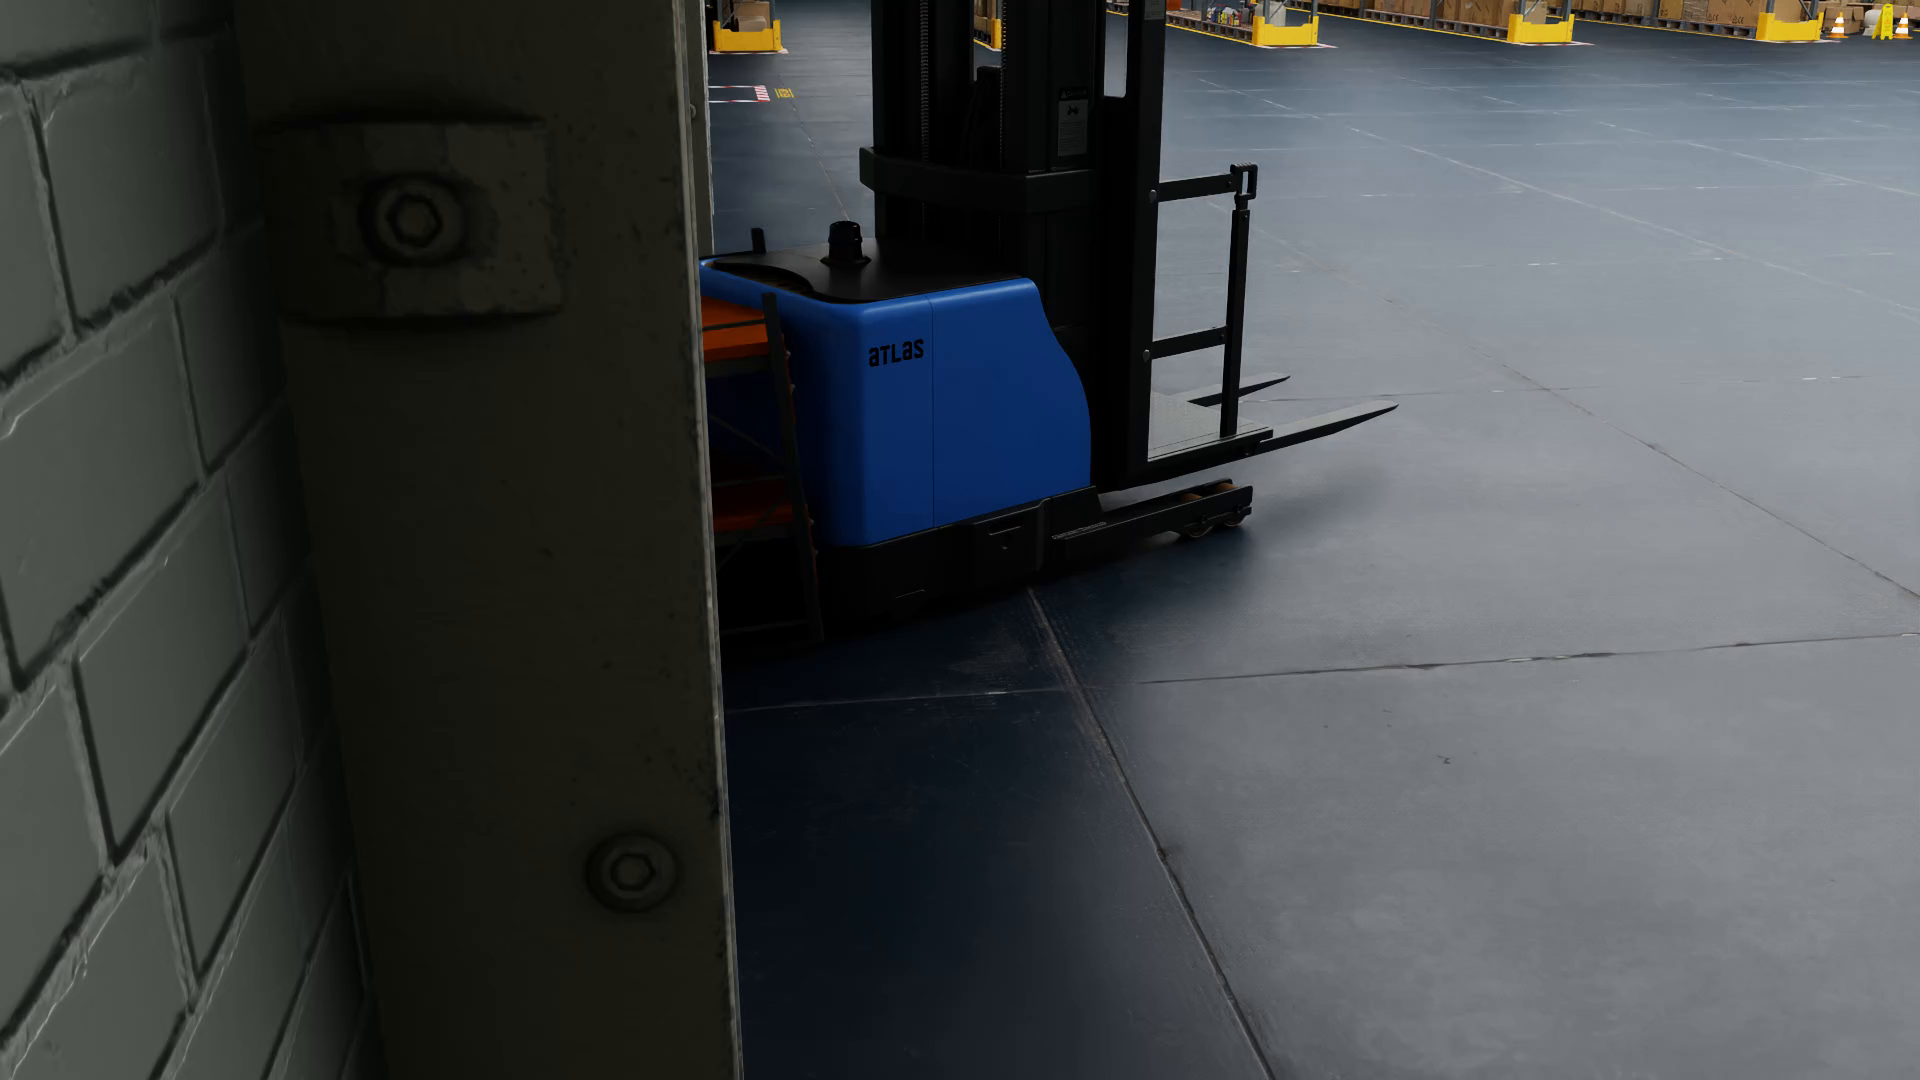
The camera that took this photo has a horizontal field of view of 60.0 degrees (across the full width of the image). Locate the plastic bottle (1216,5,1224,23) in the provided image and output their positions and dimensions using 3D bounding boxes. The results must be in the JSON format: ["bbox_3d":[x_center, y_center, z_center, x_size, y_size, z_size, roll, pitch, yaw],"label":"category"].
[{"bbox_3d":[5.210,-10.533,33.288,0.144,0.351,0.185,-4,21,-10],"label":"plastic bottle"}]

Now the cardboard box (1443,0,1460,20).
[{"bbox_3d":[10.397,-11.069,34.537,0.500,0.500,0.500,-4,21,-9],"label":"cardboard box"}]

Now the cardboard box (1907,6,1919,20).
[{"bbox_3d":[20.170,-11.006,34.727,0.500,0.250,0.500,-3,21,-8],"label":"cardboard box"}]

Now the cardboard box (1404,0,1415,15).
[{"bbox_3d":[10.180,-11.792,36.445,0.700,0.500,0.500,-5,21,-12],"label":"cardboard box"}]

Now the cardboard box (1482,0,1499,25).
[{"bbox_3d":[10.690,-10.464,32.919,0.500,0.500,0.500,-1,21,-3],"label":"cardboard box"}]

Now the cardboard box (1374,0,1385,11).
[{"bbox_3d":[9.918,-12.373,38.000,0.700,0.500,0.500,-4,21,-11],"label":"cardboard box"}]

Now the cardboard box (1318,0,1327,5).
[{"bbox_3d":[9.467,-13.625,40.845,1.225,0.875,0.875,-4,21,-10],"label":"cardboard box"}]

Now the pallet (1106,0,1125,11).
[{"bbox_3d":[4.180,-13.650,42.461,1.003,0.211,1.213,-3,21,-8],"label":"pallet"}]

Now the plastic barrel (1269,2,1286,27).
[{"bbox_3d":[5.884,-9.804,31.134,0.421,0.512,0.421,0,20,0],"label":"plastic barrel"}]

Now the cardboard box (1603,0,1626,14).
[{"bbox_3d":[14.988,-12.086,36.904,1.050,0.750,0.750,-3,21,-8],"label":"cardboard box"}]

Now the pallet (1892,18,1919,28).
[{"bbox_3d":[20.317,-11.146,35.758,1.003,0.211,1.213,-3,21,-8],"label":"pallet"}]

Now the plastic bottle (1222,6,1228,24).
[{"bbox_3d":[5.272,-10.386,32.894,0.144,0.351,0.185,-3,21,-8],"label":"plastic bottle"}]

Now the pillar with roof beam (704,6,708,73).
[{"bbox_3d":[0.418,-11.198,23.337,9.100,9.000,0.400,-3,21,-8],"label":"pillar with roof beam"}]

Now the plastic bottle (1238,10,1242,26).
[{"bbox_3d":[5.452,-10.190,32.467,0.061,0.283,0.133,-3,21,-8],"label":"plastic bottle"}]

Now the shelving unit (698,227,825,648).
[{"bbox_3d":[-0.803,-0.347,5.493,0.538,1.125,1.048,-8,22,-6],"label":"shelving unit"}]

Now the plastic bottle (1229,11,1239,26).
[{"bbox_3d":[5.346,-10.181,32.453,0.152,0.276,0.135,-3,21,-7],"label":"plastic bottle"}]

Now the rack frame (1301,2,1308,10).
[{"bbox_3d":[9.225,-14.953,41.966,1.000,3.000,0.127,-3,21,-8],"label":"rack frame"}]

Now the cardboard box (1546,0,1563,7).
[{"bbox_3d":[14.371,-13.024,39.773,0.500,0.500,0.500,-3,21,-8],"label":"cardboard box"}]

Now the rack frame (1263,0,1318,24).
[{"bbox_3d":[6.054,-10.549,30.173,1.000,3.000,0.127,-3,21,-8],"label":"rack frame"}]

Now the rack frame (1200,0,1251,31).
[{"bbox_3d":[5.477,-11.934,33.881,1.000,3.000,0.127,-3,21,-8],"label":"rack frame"}]

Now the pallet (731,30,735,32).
[{"bbox_3d":[-4.015,-9.474,31.280,1.003,0.211,1.213,-3,21,-8],"label":"pallet"}]

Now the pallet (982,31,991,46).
[{"bbox_3d":[1.000,-9.257,30.699,1.003,0.211,1.213,-3,21,-8],"label":"pallet"}]

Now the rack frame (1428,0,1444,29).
[{"bbox_3d":[10.379,-12.184,34.550,1.000,3.000,0.127,-3,21,-8],"label":"rack frame"}]

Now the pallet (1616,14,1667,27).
[{"bbox_3d":[15.116,-11.356,36.319,1.003,0.211,1.213,-3,21,-8],"label":"pallet"}]

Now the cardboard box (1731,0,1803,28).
[{"bbox_3d":[15.715,-10.447,32.336,0.875,0.875,0.875,-3,21,-7],"label":"cardboard box"}]

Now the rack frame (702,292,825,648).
[{"bbox_3d":[-0.729,-0.165,5.025,0.500,1.125,0.032,-8,22,-6],"label":"rack frame"}]

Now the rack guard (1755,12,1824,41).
[{"bbox_3d":[15.881,-9.835,31.833,1.175,0.500,0.348,-3,21,-8],"label":"rack guard"}]

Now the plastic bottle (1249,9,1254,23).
[{"bbox_3d":[5.832,-10.467,33.206,0.061,0.283,0.133,-3,21,-8],"label":"plastic bottle"}]

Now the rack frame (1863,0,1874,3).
[{"bbox_3d":[20.185,-12.683,35.888,1.000,3.000,0.127,-3,21,-8],"label":"rack frame"}]

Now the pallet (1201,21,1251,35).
[{"bbox_3d":[5.533,-10.393,33.741,1.003,0.211,1.213,-3,21,-8],"label":"pallet"}]

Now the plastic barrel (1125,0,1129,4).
[{"bbox_3d":[4.386,-13.728,41.084,0.600,0.901,0.708,-3,21,-8],"label":"plastic barrel"}]

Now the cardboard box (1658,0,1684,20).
[{"bbox_3d":[15.323,-11.379,34.832,0.875,0.875,0.875,-3,21,-7],"label":"cardboard box"}]

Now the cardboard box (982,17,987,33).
[{"bbox_3d":[0.698,-9.552,30.834,0.500,0.250,0.500,-3,21,-8],"label":"cardboard box"}]

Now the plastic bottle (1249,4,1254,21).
[{"bbox_3d":[5.883,-10.624,33.531,0.144,0.351,0.185,-4,21,-10],"label":"plastic bottle"}]

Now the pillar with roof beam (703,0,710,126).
[{"bbox_3d":[1.283,-9.121,17.775,9.100,9.000,0.400,-3,21,-8],"label":"pillar with roof beam"}]

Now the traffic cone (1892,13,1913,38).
[{"bbox_3d":[18.374,-10.020,32.383,0.336,0.463,0.334,-3,21,-8],"label":"traffic cone"}]

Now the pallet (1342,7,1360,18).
[{"bbox_3d":[9.763,-12.539,39.487,1.003,0.211,1.213,-3,21,-8],"label":"pallet"}]

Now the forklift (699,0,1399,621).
[{"bbox_3d":[0.494,-1.510,6.070,3.031,2.935,1.130,-16,25,-36],"label":"forklift"}]

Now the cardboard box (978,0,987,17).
[{"bbox_3d":[0.621,-10.076,31.166,0.500,0.500,0.500,-3,21,-8],"label":"cardboard box"}]

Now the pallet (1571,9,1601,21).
[{"bbox_3d":[14.764,-12.201,38.581,1.003,0.211,1.213,-3,21,-8],"label":"pallet"}]

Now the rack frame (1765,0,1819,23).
[{"bbox_3d":[15.878,-11.014,31.418,1.000,3.000,0.127,-3,21,-8],"label":"rack frame"}]

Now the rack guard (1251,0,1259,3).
[{"bbox_3d":[8.645,-15.176,46.133,1.175,0.500,0.348,-3,21,-8],"label":"rack guard"}]

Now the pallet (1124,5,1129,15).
[{"bbox_3d":[4.573,-12.705,39.931,1.003,0.211,1.213,-3,21,-8],"label":"pallet"}]

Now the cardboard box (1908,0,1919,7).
[{"bbox_3d":[20.165,-11.361,34.605,0.500,0.500,0.500,-2,21,-5],"label":"cardboard box"}]

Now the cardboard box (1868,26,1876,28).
[{"bbox_3d":[18.574,-10.315,33.620,0.380,0.149,0.250,8,22,20],"label":"cardboard box"}]

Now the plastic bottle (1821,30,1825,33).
[{"bbox_3d":[17.456,-10.366,33.884,0.133,0.061,0.283,-11,23,-26],"label":"plastic bottle"}]

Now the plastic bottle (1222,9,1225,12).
[{"bbox_3d":[5.269,-10.447,33.171,0.097,0.271,0.097,0,20,0],"label":"plastic bottle"}]

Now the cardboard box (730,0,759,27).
[{"bbox_3d":[-4.137,-10.112,31.947,0.500,0.500,0.500,-4,21,-12],"label":"cardboard box"}]

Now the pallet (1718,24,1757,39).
[{"bbox_3d":[15.685,-9.980,32.636,1.003,0.211,1.213,-3,21,-8],"label":"pallet"}]

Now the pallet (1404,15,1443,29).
[{"bbox_3d":[10.265,-11.147,35.759,1.003,0.211,1.213,-3,21,-8],"label":"pallet"}]

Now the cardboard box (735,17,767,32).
[{"bbox_3d":[-3.760,-9.240,29.882,0.500,0.311,0.500,-5,21,-14],"label":"cardboard box"}]

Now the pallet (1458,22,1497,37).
[{"bbox_3d":[10.690,-10.223,33.286,1.003,0.211,1.213,-3,21,-8],"label":"pallet"}]
